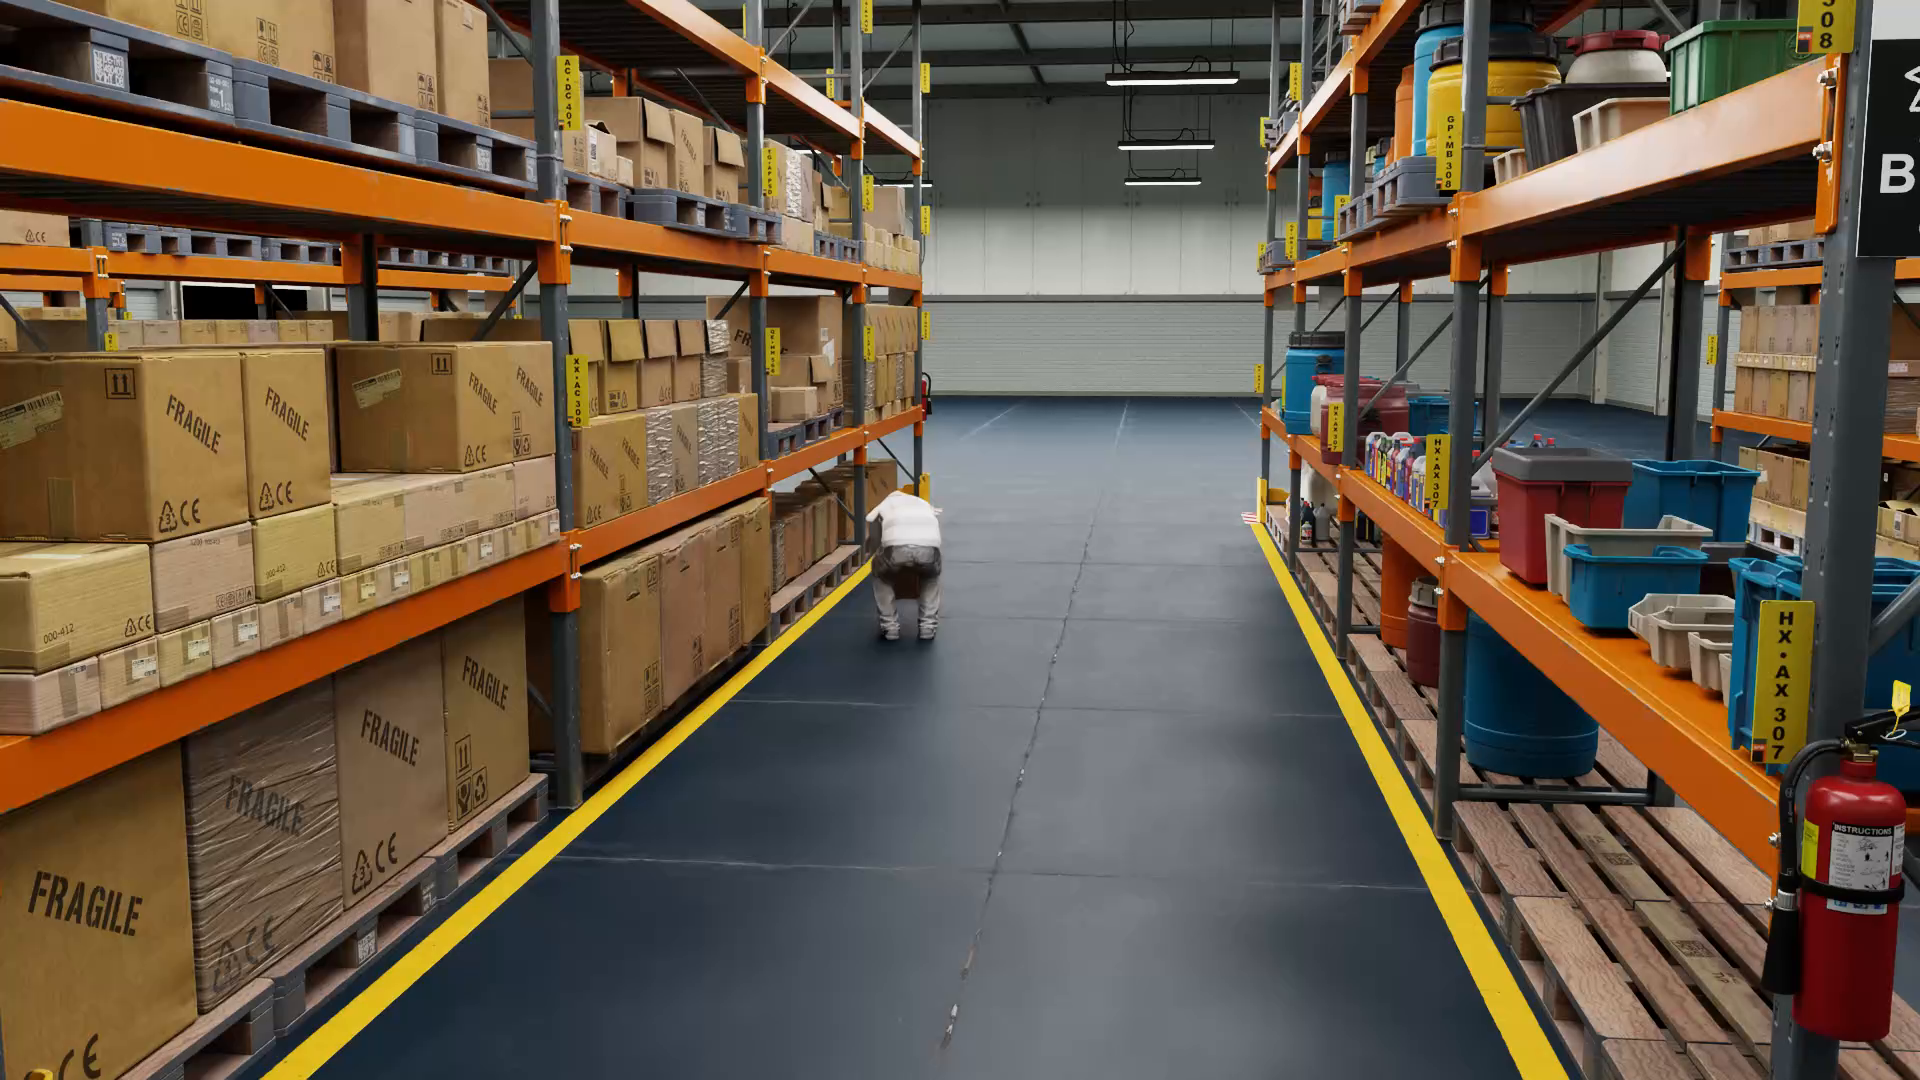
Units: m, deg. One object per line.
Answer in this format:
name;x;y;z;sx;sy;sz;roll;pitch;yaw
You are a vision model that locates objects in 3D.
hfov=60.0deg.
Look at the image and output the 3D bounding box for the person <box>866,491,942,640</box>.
person;-0.413;0.182;12.259;0.544;1.019;0.977;-1;8;-8
